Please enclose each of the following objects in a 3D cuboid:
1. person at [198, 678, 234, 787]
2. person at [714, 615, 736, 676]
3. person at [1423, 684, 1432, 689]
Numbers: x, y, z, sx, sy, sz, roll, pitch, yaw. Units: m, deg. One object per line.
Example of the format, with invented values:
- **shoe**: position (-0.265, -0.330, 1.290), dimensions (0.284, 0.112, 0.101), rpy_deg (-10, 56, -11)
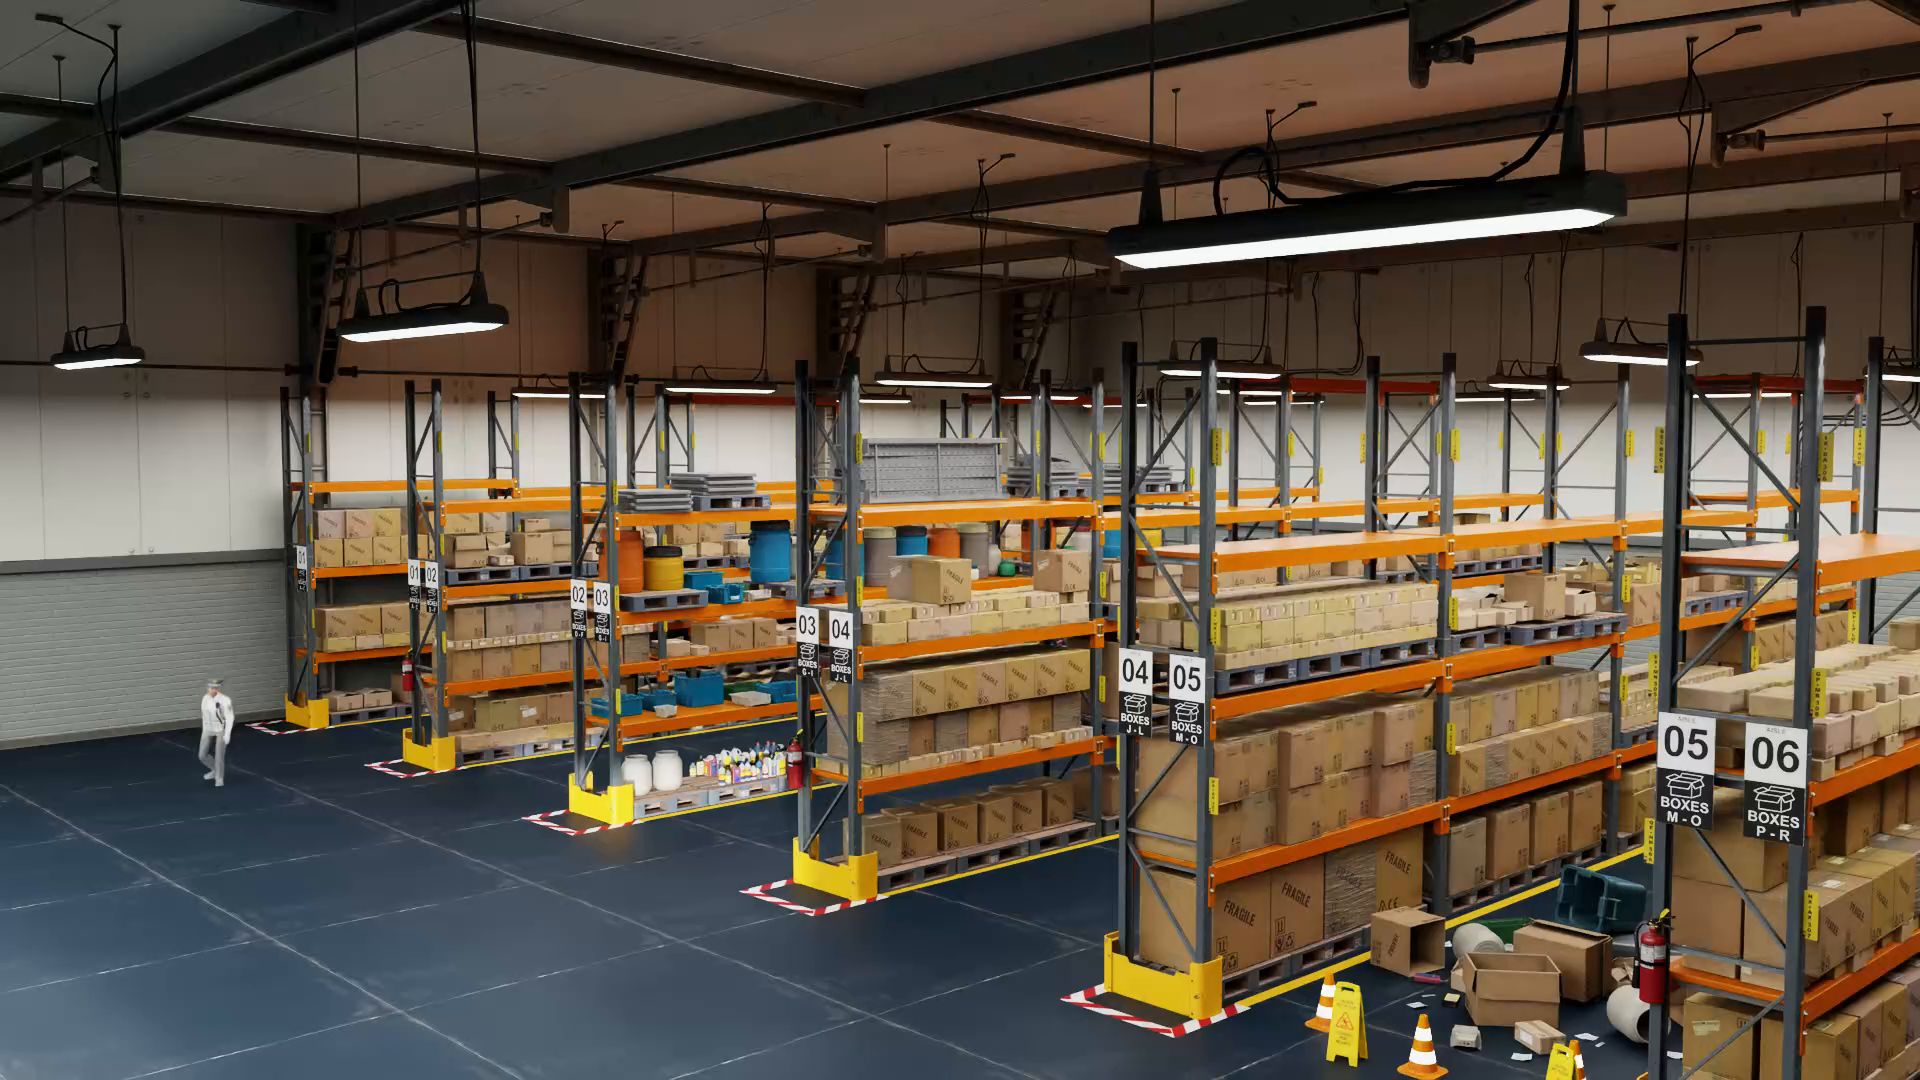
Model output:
- **person**: position (-10.874, 2.807, 24.323), dimensions (0.632, 1.634, 0.541), rpy_deg (0, 4, 8)
- **person**: position (-4.489, 2.264, 32.132), dimensions (0.657, 1.717, 0.572), rpy_deg (3, 4, 35)
- **person**: position (7.093, 2.844, 24.301), dimensions (0.976, 1.547, 0.663), rpy_deg (-3, 4, -35)
